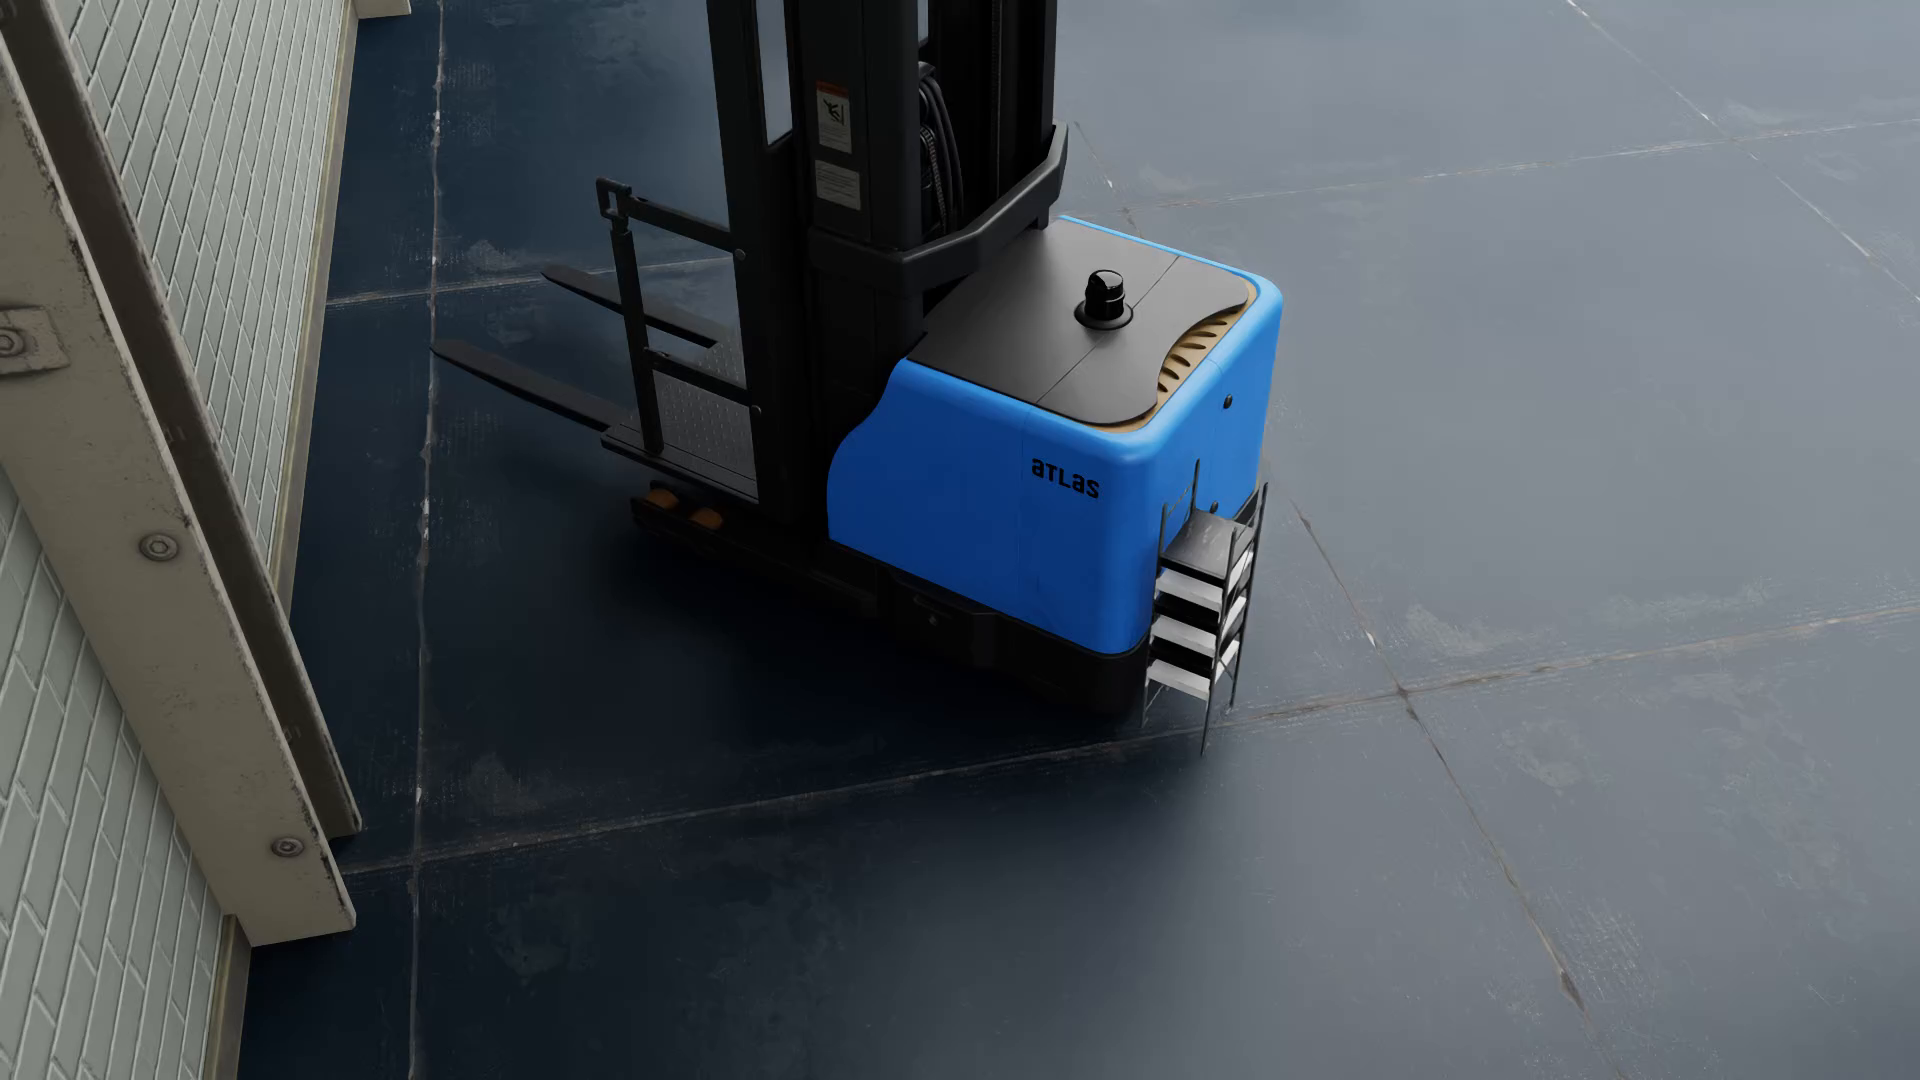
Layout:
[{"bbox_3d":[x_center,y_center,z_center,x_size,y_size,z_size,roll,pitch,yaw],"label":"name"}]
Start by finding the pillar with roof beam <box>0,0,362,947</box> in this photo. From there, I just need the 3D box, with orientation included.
[{"bbox_3d":[2.354,-3.025,2.379,9.100,9.000,0.400,-8,42,-9],"label":"pillar with roof beam"}]

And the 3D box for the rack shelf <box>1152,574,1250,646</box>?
[{"bbox_3d":[0.700,0.169,4.797,0.200,0.077,0.258,21,46,22],"label":"rack shelf"}]

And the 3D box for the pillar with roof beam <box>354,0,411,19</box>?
[{"bbox_3d":[1.059,-6.914,6.760,9.100,9.000,0.400,-8,42,-9],"label":"pillar with roof beam"}]

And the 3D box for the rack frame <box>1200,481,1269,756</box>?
[{"bbox_3d":[0.788,0.245,4.796,0.006,0.900,0.240,21,46,22],"label":"rack frame"}]

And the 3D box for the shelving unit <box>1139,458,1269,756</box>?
[{"bbox_3d":[0.700,0.211,4.834,0.210,0.900,0.258,21,46,22],"label":"shelving unit"}]

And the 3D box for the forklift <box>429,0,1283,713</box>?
[{"bbox_3d":[-0.532,-1.315,5.024,3.031,2.935,1.130,22,46,23],"label":"forklift"}]

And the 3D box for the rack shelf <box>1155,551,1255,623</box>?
[{"bbox_3d":[0.700,0.101,4.737,0.200,0.077,0.258,21,46,22],"label":"rack shelf"}]

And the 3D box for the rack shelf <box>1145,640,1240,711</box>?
[{"bbox_3d":[0.700,0.371,4.976,0.200,0.077,0.258,21,46,22],"label":"rack shelf"}]

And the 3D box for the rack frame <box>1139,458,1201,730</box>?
[{"bbox_3d":[0.612,0.177,4.873,0.006,0.900,0.240,21,46,22],"label":"rack frame"}]

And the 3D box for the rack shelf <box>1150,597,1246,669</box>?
[{"bbox_3d":[0.700,0.236,4.857,0.200,0.077,0.258,21,46,22],"label":"rack shelf"}]

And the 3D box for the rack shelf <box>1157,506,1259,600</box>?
[{"bbox_3d":[0.700,0.034,4.677,0.200,0.077,0.258,21,46,22],"label":"rack shelf"}]

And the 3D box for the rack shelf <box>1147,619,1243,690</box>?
[{"bbox_3d":[0.700,0.303,4.916,0.200,0.077,0.258,21,46,22],"label":"rack shelf"}]
